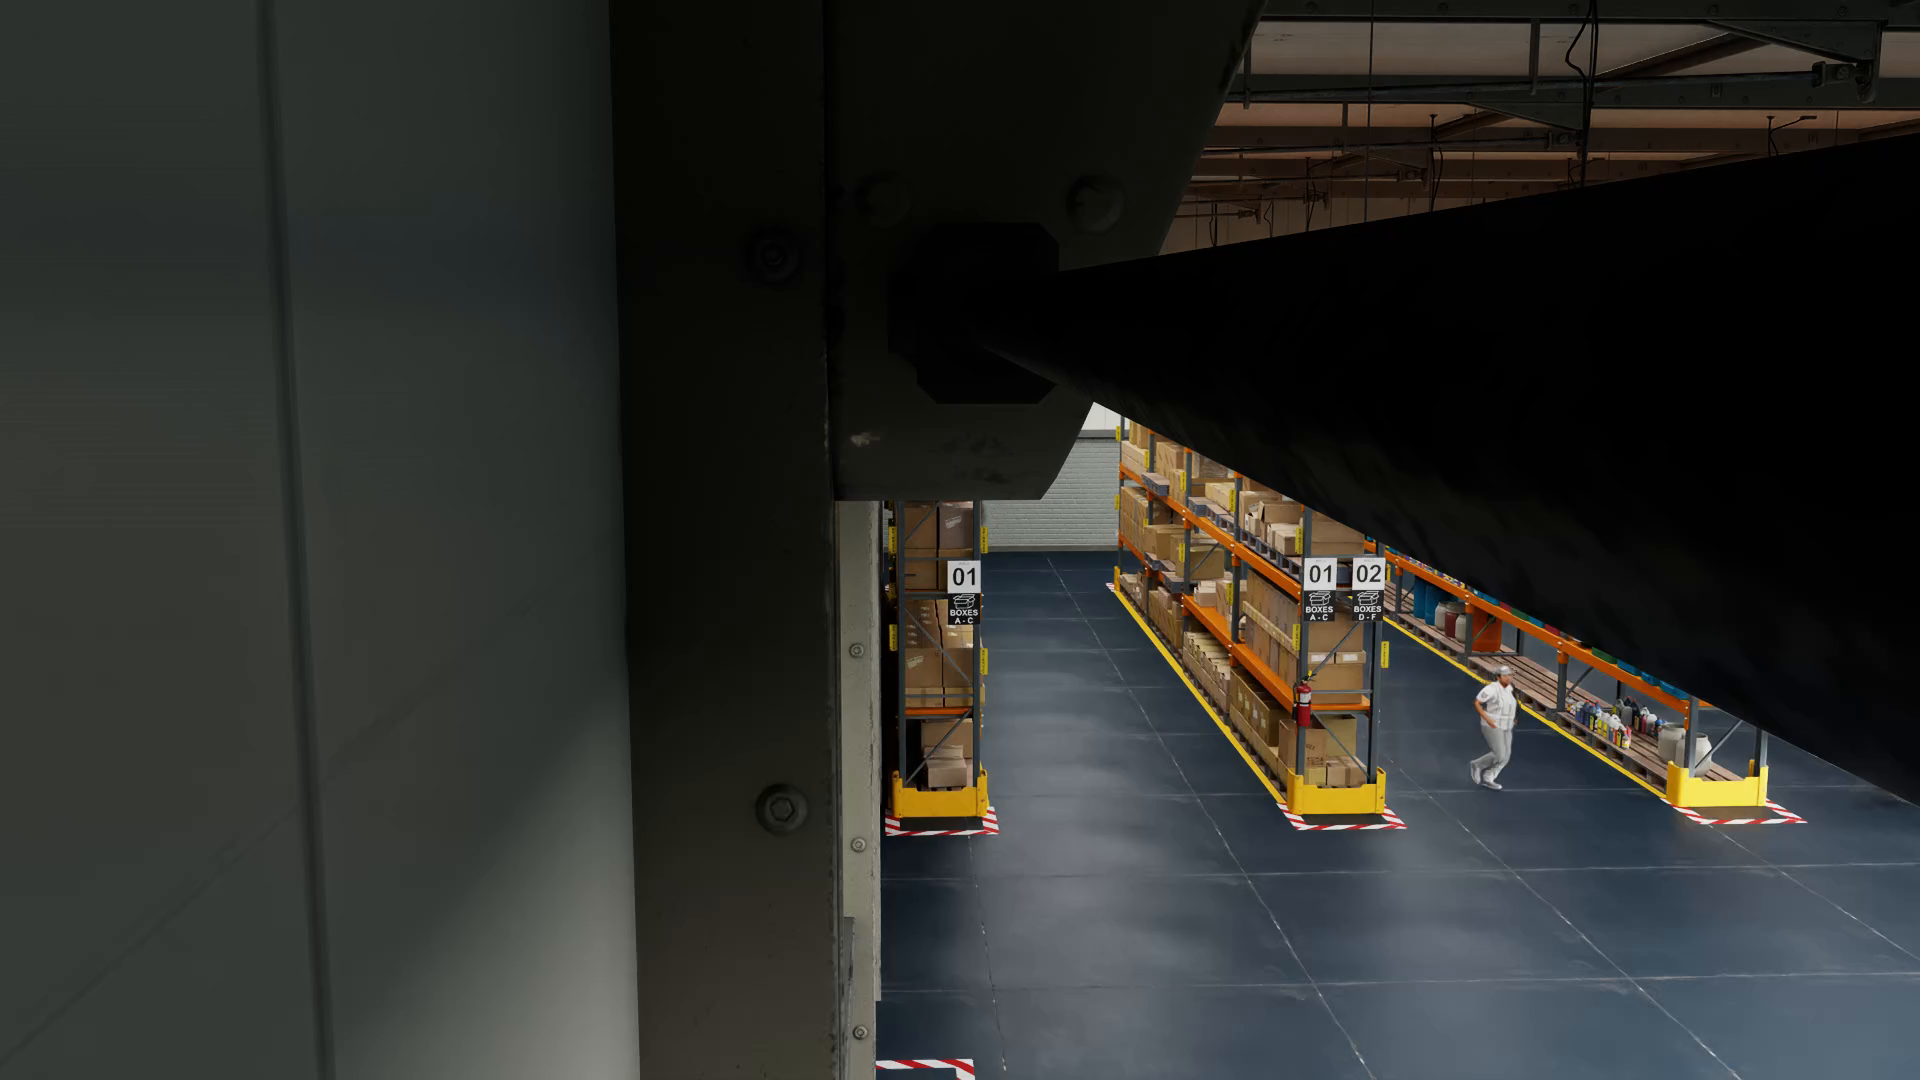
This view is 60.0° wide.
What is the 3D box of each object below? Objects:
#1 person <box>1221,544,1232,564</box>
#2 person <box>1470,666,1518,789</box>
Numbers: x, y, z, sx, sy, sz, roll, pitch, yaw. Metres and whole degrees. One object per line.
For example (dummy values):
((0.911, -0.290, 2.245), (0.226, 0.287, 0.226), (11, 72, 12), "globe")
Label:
((6.336, -0.168, 39.420), (0.970, 1.776, 0.679), (1, 8, 6), "person")
((7.009, 2.428, 21.641), (0.631, 1.616, 0.511), (-5, 10, -33), "person")
